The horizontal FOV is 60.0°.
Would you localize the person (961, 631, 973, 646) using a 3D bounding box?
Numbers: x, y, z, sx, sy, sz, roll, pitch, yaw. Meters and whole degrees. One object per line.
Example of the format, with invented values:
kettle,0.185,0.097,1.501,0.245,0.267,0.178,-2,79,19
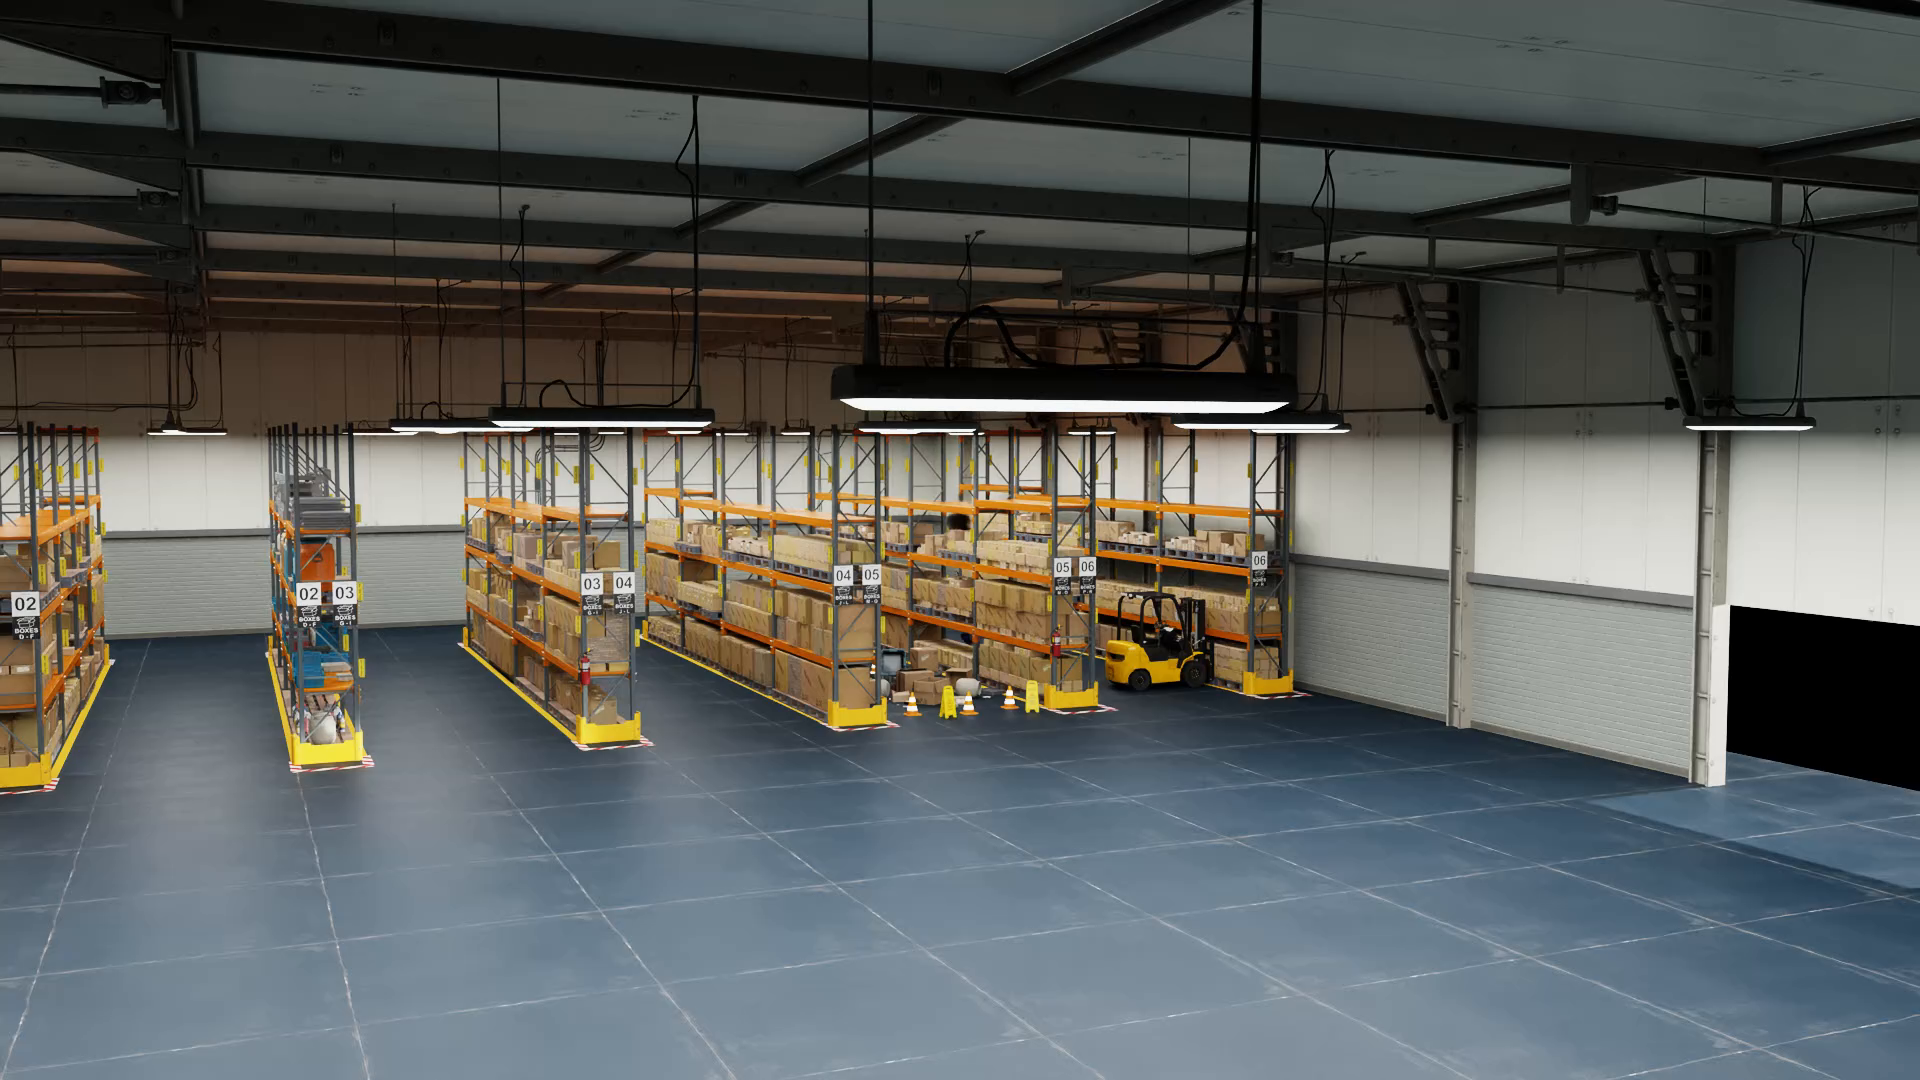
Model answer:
person,0.239,2.248,44.317,0.604,1.569,0.543,-2,4,-28
